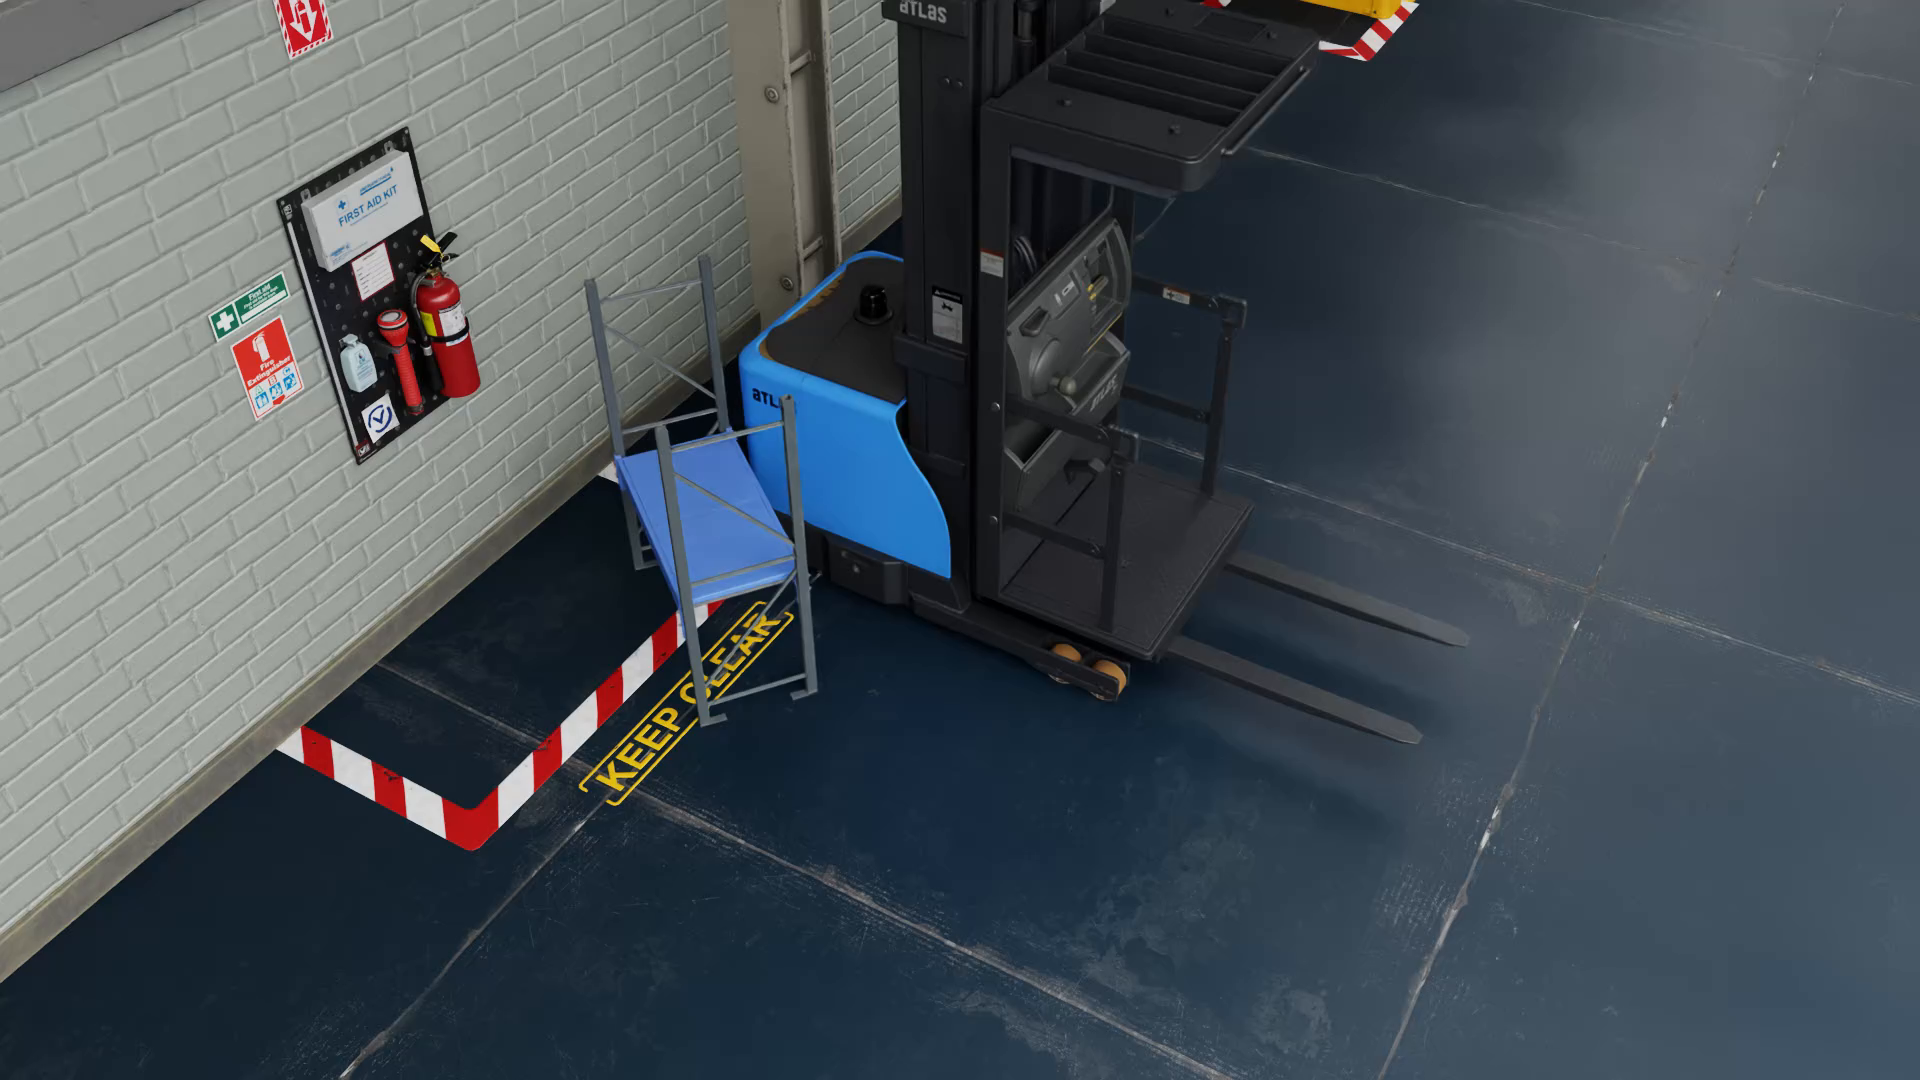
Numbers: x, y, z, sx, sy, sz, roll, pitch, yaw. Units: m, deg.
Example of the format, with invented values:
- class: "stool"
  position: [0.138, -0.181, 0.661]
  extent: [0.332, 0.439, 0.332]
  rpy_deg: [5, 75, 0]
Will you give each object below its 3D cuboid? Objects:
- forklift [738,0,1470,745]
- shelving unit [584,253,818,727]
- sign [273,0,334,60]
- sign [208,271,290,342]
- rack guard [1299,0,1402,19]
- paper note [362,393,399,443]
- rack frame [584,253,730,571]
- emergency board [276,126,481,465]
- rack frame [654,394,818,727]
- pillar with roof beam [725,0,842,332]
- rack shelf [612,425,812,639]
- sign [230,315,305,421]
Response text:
- class: "forklift"
  position: [0.604, -0.846, 6.308]
  extent: [3.031, 2.935, 1.130]
  rpy_deg: [21, 46, 22]
- class: "shelving unit"
  position: [-1.022, -0.190, 6.646]
  extent: [0.538, 1.500, 1.048]
  rpy_deg: [-16, 44, -17]
- class: "sign"
  position: [-2.207, -1.784, 5.568]
  extent: [0.001, 0.298, 0.199]
  rpy_deg: [21, 45, 22]
- class: "sign"
  position: [-2.473, -0.816, 5.794]
  extent: [0.001, 0.109, 0.331]
  rpy_deg: [21, 45, 22]
- class: "rack guard"
  position: [2.592, -4.139, 11.888]
  extent: [1.175, 0.500, 0.348]
  rpy_deg: [21, 45, 22]
- class: "paper note"
  position: [-2.265, -0.477, 6.504]
  extent: [0.016, 0.148, 0.142]
  rpy_deg: [21, 45, 22]
- class: "rack frame"
  position: [-1.222, -0.498, 6.997]
  extent: [0.500, 1.500, 0.032]
  rpy_deg: [-16, 44, -17]
- class: "emergency board"
  position: [-2.117, -0.886, 6.302]
  extent: [0.194, 1.169, 0.643]
  rpy_deg: [21, 45, 22]
- class: "rack frame"
  position: [-0.822, 0.119, 6.295]
  extent: [0.500, 1.500, 0.032]
  rpy_deg: [-16, 44, -17]
- class: "pillar with roof beam"
  position: [2.880, -3.115, 4.294]
  extent: [9.100, 9.000, 0.400]
  rpy_deg: [21, 45, 22]
- class: "rack shelf"
  position: [-1.022, -0.055, 6.765]
  extent: [0.538, 0.185, 1.000]
  rpy_deg: [-16, 44, -17]
- class: "sign"
  position: [-2.483, -0.617, 5.970]
  extent: [0.001, 0.329, 0.234]
  rpy_deg: [21, 45, 22]
